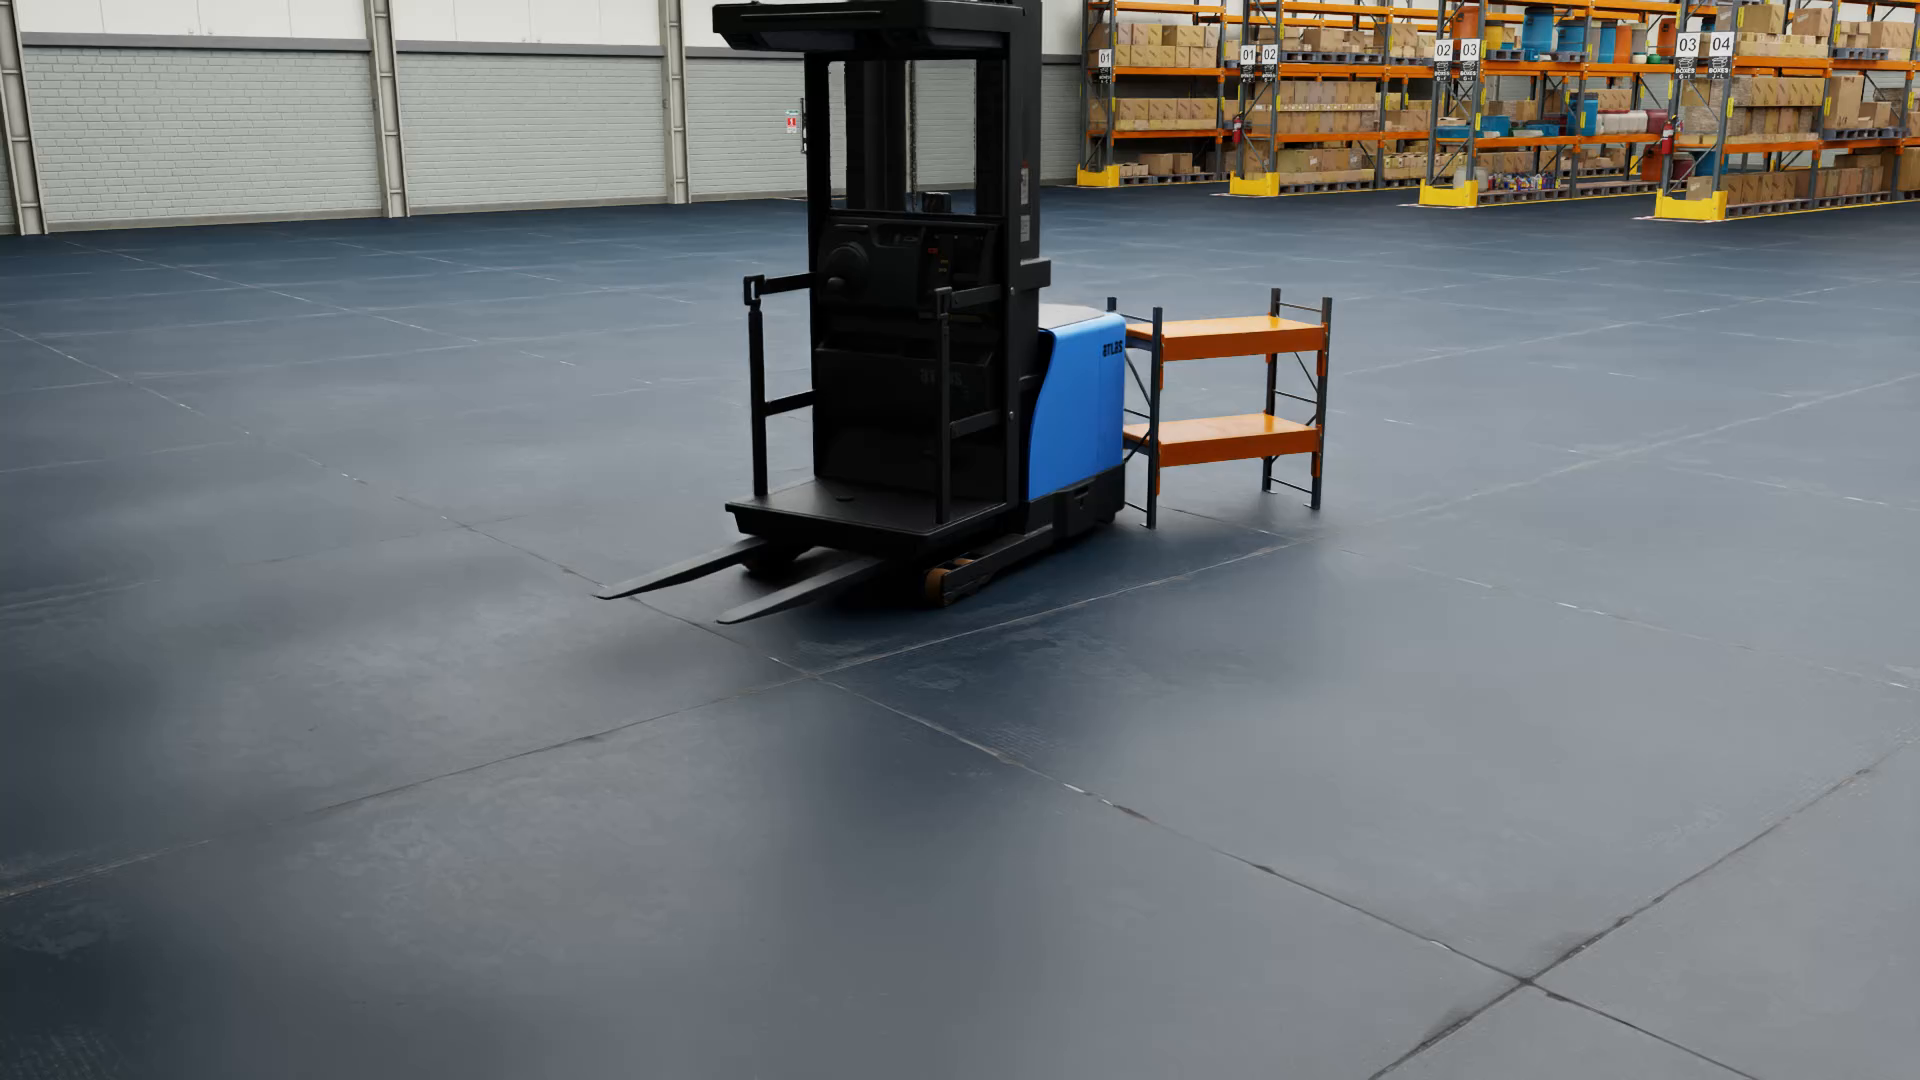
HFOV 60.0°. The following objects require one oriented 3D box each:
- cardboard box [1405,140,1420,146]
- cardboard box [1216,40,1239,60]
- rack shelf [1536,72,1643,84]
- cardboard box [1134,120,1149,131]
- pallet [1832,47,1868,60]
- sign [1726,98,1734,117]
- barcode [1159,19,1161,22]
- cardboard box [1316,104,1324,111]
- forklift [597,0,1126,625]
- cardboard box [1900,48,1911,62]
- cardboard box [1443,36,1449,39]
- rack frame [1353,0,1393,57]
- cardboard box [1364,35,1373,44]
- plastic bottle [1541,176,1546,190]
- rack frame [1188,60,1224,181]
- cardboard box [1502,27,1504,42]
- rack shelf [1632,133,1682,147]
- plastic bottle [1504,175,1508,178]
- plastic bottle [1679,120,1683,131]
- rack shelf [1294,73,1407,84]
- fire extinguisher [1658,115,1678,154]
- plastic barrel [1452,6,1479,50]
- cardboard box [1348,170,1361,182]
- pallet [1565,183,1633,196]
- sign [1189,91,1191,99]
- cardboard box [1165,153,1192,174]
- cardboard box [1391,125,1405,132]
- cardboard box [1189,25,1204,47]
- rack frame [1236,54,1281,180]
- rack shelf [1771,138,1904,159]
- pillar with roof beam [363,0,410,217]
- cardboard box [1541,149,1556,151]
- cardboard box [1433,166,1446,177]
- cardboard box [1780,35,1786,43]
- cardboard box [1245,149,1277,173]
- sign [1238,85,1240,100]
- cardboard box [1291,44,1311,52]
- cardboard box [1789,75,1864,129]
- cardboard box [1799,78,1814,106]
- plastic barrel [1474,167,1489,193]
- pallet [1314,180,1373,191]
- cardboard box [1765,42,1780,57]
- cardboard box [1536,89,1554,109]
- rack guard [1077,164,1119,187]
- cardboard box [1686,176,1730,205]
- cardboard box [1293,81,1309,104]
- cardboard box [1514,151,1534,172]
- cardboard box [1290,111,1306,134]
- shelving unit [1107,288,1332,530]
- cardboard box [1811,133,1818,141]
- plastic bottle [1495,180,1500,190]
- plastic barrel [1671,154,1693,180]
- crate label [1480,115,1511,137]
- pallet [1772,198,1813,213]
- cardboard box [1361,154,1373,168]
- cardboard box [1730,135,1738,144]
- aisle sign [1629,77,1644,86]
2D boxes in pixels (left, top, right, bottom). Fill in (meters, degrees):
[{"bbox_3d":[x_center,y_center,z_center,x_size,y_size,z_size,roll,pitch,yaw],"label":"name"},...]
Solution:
[{"bbox_3d":[13.356,-11.720,49.089,0.250,0.149,0.380,-13,20,-41],"label":"cardboard box"},{"bbox_3d":[6.799,-12.579,42.709,0.500,0.500,0.500,-9,18,-32],"label":"cardboard box"},{"bbox_3d":[17.133,-12.633,45.315,4.000,0.370,1.077,-13,19,-39],"label":"rack shelf"},{"bbox_3d":[4.276,-10.173,40.773,0.500,0.250,0.500,-13,20,-41],"label":"cardboard box"},{"bbox_3d":[16.625,-9.351,31.996,1.003,0.211,1.213,-13,19,-39],"label":"pallet"},{"bbox_3d":[13.428,-7.543,29.001,0.005,0.325,0.100,-13,19,-39],"label":"sign"},{"bbox_3d":[5.004,-13.017,41.674,0.075,0.075,0.001,-13,19,-39],"label":"barcode"},{"bbox_3d":[7.979,-9.765,37.544,0.250,0.149,0.380,-13,20,-40],"label":"cardboard box"},{"bbox_3d":[-0.355,-1.266,7.310,1.130,2.935,3.031,9,17,31],"label":"forklift"},{"bbox_3d":[18.909,-9.834,33.733,0.500,0.250,0.500,-13,19,-39],"label":"cardboard box"},{"bbox_3d":[13.844,-14.386,48.312,0.500,0.500,0.500,-12,19,-39],"label":"cardboard box"},{"bbox_3d":[9.589,-12.736,38.493,0.127,3.000,1.000,-13,19,-39],"label":"rack frame"},{"bbox_3d":[11.213,-14.009,46.571,0.500,0.250,0.500,-13,20,-41],"label":"cardboard box"},{"bbox_3d":[12.301,-7.539,35.074,0.133,0.283,0.061,-11,19,-36],"label":"plastic bottle"},{"bbox_3d":[6.334,-10.801,42.875,0.127,3.000,1.000,-13,19,-39],"label":"rack frame"},{"bbox_3d":[13.325,-12.655,41.870,0.500,0.500,0.500,-13,19,-39],"label":"cardboard box"},{"bbox_3d":[17.364,-9.541,39.552,4.000,0.370,1.077,-13,19,-39],"label":"rack shelf"},{"bbox_3d":[11.662,-7.665,35.545,0.133,0.283,0.061,-12,19,-37],"label":"plastic bottle"},{"bbox_3d":[16.672,-9.551,38.420,0.133,0.283,0.061,-13,19,-39],"label":"plastic bottle"},{"bbox_3d":[10.861,-12.919,46.386,4.000,0.370,1.077,-13,19,-39],"label":"rack shelf"},{"bbox_3d":[12.683,-7.264,29.781,0.183,0.674,0.296,-13,19,-39],"label":"fire extinguisher"},{"bbox_3d":[10.103,-10.162,33.022,0.708,0.830,0.600,-13,19,-39],"label":"plastic barrel"},{"bbox_3d":[8.999,-8.508,38.804,0.500,0.250,0.500,-13,19,-39],"label":"cardboard box"},{"bbox_3d":[14.325,-7.874,37.318,1.213,0.211,1.003,-13,19,-39],"label":"pallet"},{"bbox_3d":[5.967,-11.468,43.128,0.005,0.325,0.100,-13,19,-39],"label":"sign"},{"bbox_3d":[5.578,-9.623,42.453,0.500,0.500,0.500,14,21,43],"label":"cardboard box"},{"bbox_3d":[10.392,-9.827,39.712,0.250,0.149,0.380,-13,19,-39],"label":"cardboard box"},{"bbox_3d":[5.726,-12.558,41.471,0.500,0.500,0.500,-11,19,-36],"label":"cardboard box"},{"bbox_3d":[6.571,-9.160,36.730,0.127,3.000,1.000,-13,19,-39],"label":"rack frame"},{"bbox_3d":[17.598,-7.900,33.406,4.000,0.370,1.077,-13,19,-39],"label":"rack shelf"},{"bbox_3d":[-7.476,-9.422,26.085,0.400,9.000,9.100,-13,19,-39],"label":"pillar with roof beam"},{"bbox_3d":[15.868,-10.349,45.174,0.500,0.500,0.500,-13,19,-39],"label":"cardboard box"},{"bbox_3d":[11.602,-9.080,40.947,0.500,0.250,0.500,-12,19,-38],"label":"cardboard box"},{"bbox_3d":[14.781,-9.114,30.262,0.250,0.149,0.380,-14,20,-41],"label":"cardboard box"},{"bbox_3d":[6.781,-8.545,37.491,0.500,0.500,0.500,-13,19,-39],"label":"cardboard box"},{"bbox_3d":[6.226,-9.942,36.954,0.005,0.325,0.100,-13,19,-39],"label":"sign"},{"bbox_3d":[7.575,-10.923,36.921,0.250,0.149,0.380,-13,19,-39],"label":"cardboard box"},{"bbox_3d":[16.780,-8.508,32.315,1.000,1.000,1.000,-12,19,-39],"label":"cardboard box"},{"bbox_3d":[15.554,-8.369,31.060,0.500,0.500,0.500,-13,19,-39],"label":"cardboard box"},{"bbox_3d":[10.645,-7.407,34.175,0.421,0.512,0.421,0,15,0],"label":"plastic barrel"},{"bbox_3d":[8.962,-8.364,39.153,1.213,0.211,1.003,-13,19,-39],"label":"pallet"},{"bbox_3d":[14.366,-8.811,29.900,0.500,0.250,0.500,-13,20,-40],"label":"cardboard box"},{"bbox_3d":[15.836,-11.860,44.708,0.500,0.500,0.500,-13,19,-39],"label":"cardboard box"},{"bbox_3d":[3.374,-8.929,40.709,0.348,0.500,1.175,-13,19,-39],"label":"rack guard"},{"bbox_3d":[13.554,-6.329,30.160,0.500,0.500,0.500,-9,17,-29],"label":"cardboard box"},{"bbox_3d":[7.365,-10.011,37.208,0.500,0.500,0.700,-13,20,-41],"label":"cardboard box"},{"bbox_3d":[14.683,-9.891,43.459,0.500,0.500,0.500,-12,19,-39],"label":"cardboard box"},{"bbox_3d":[7.325,-9.375,37.340,0.500,0.500,0.700,-12,19,-38],"label":"cardboard box"},{"bbox_3d":[1.342,-0.711,8.734,1.048,1.125,0.538,-7,16,-24],"label":"shelving unit"},{"bbox_3d":[16.120,-7.693,31.726,0.250,0.149,0.380,-13,19,-39],"label":"cardboard box"},{"bbox_3d":[11.327,-7.492,35.055,0.097,0.201,0.097,0,15,0],"label":"plastic bottle"},{"bbox_3d":[17.065,-8.866,39.487,0.708,0.588,0.600,-13,19,-39],"label":"plastic barrel"},{"bbox_3d":[11.031,-8.577,34.477,0.616,0.435,0.502,-13,19,-39],"label":"crate label"},{"bbox_3d":[15.606,-6.441,31.953,1.213,0.211,1.003,-13,19,-39],"label":"pallet"},{"bbox_3d":[9.706,-9.107,39.961,0.500,0.311,0.500,-13,19,-39],"label":"cardboard box"},{"bbox_3d":[13.644,-7.150,29.692,0.250,0.149,0.380,-13,19,-39],"label":"cardboard box"},{"bbox_3d":[18.894,-13.078,46.362,0.004,0.787,0.394,-13,19,-39],"label":"aisle sign"}]
